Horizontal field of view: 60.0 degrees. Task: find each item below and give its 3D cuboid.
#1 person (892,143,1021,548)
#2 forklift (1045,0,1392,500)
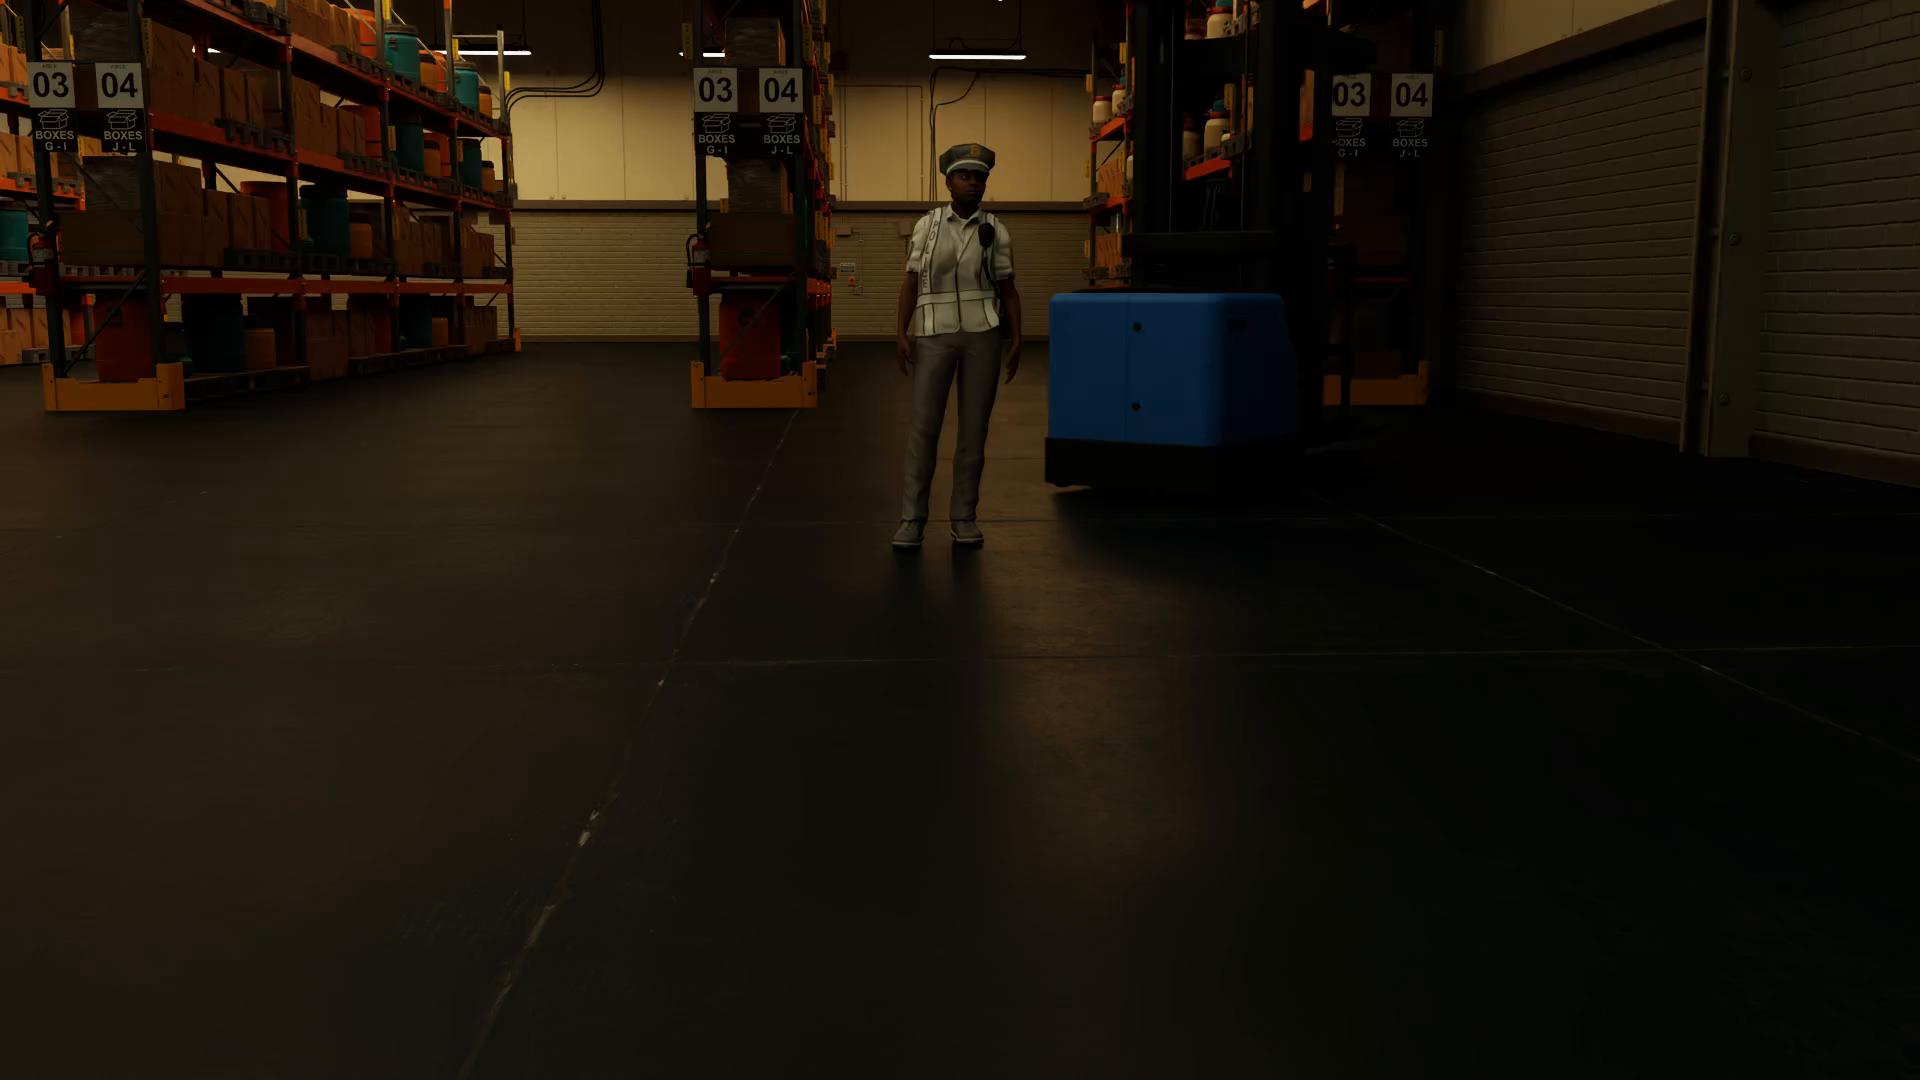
[{"bbox_3d":[-0.015,-0.833,7.109,0.569,1.693,0.528,-1,8,-4],"label":"person"},{"bbox_3d":[1.700,-1.829,9.649,1.130,2.935,3.031,6,10,34],"label":"forklift"}]
